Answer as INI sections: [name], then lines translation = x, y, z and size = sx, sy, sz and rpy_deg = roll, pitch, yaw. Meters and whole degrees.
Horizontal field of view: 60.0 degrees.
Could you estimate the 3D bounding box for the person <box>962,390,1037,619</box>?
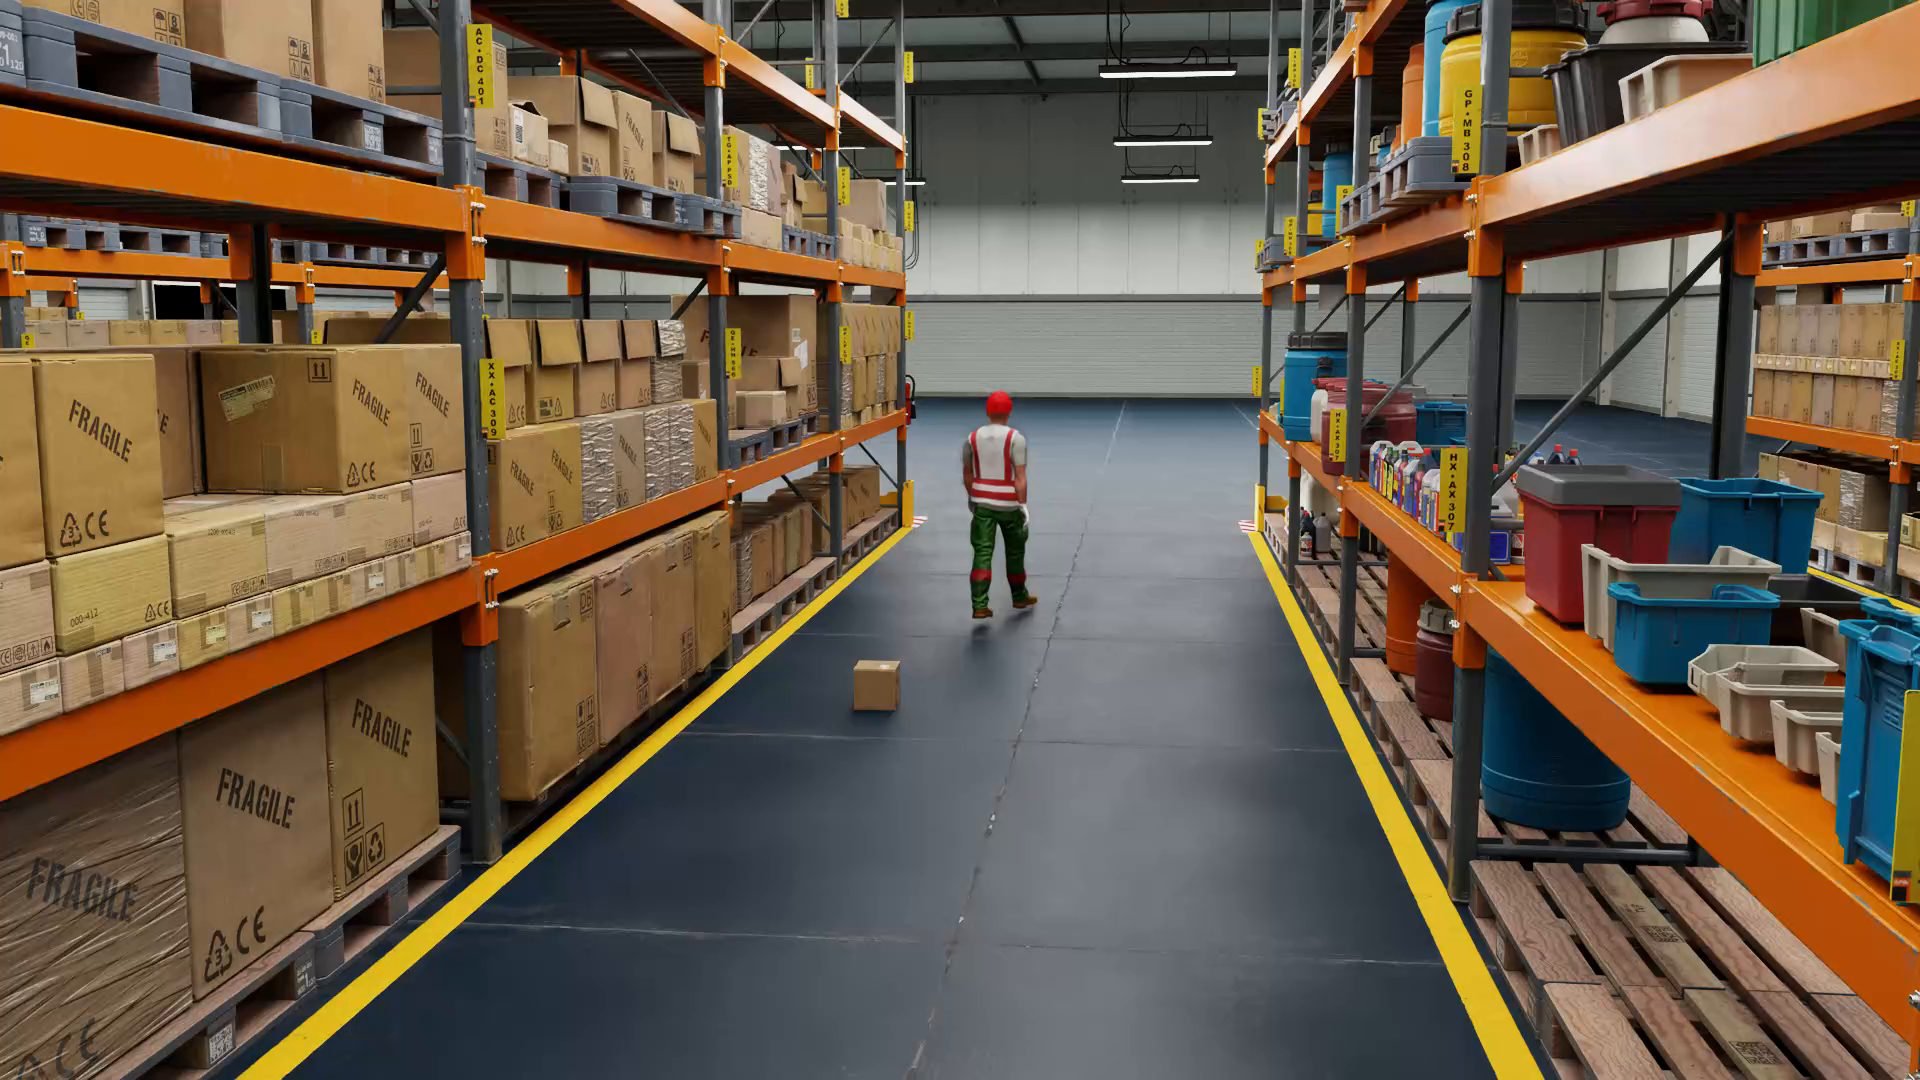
[person]
translation = 0.311, -0.295, 12.875
size = 0.587, 1.733, 1.023
rpy_deg = 2, 8, 17
